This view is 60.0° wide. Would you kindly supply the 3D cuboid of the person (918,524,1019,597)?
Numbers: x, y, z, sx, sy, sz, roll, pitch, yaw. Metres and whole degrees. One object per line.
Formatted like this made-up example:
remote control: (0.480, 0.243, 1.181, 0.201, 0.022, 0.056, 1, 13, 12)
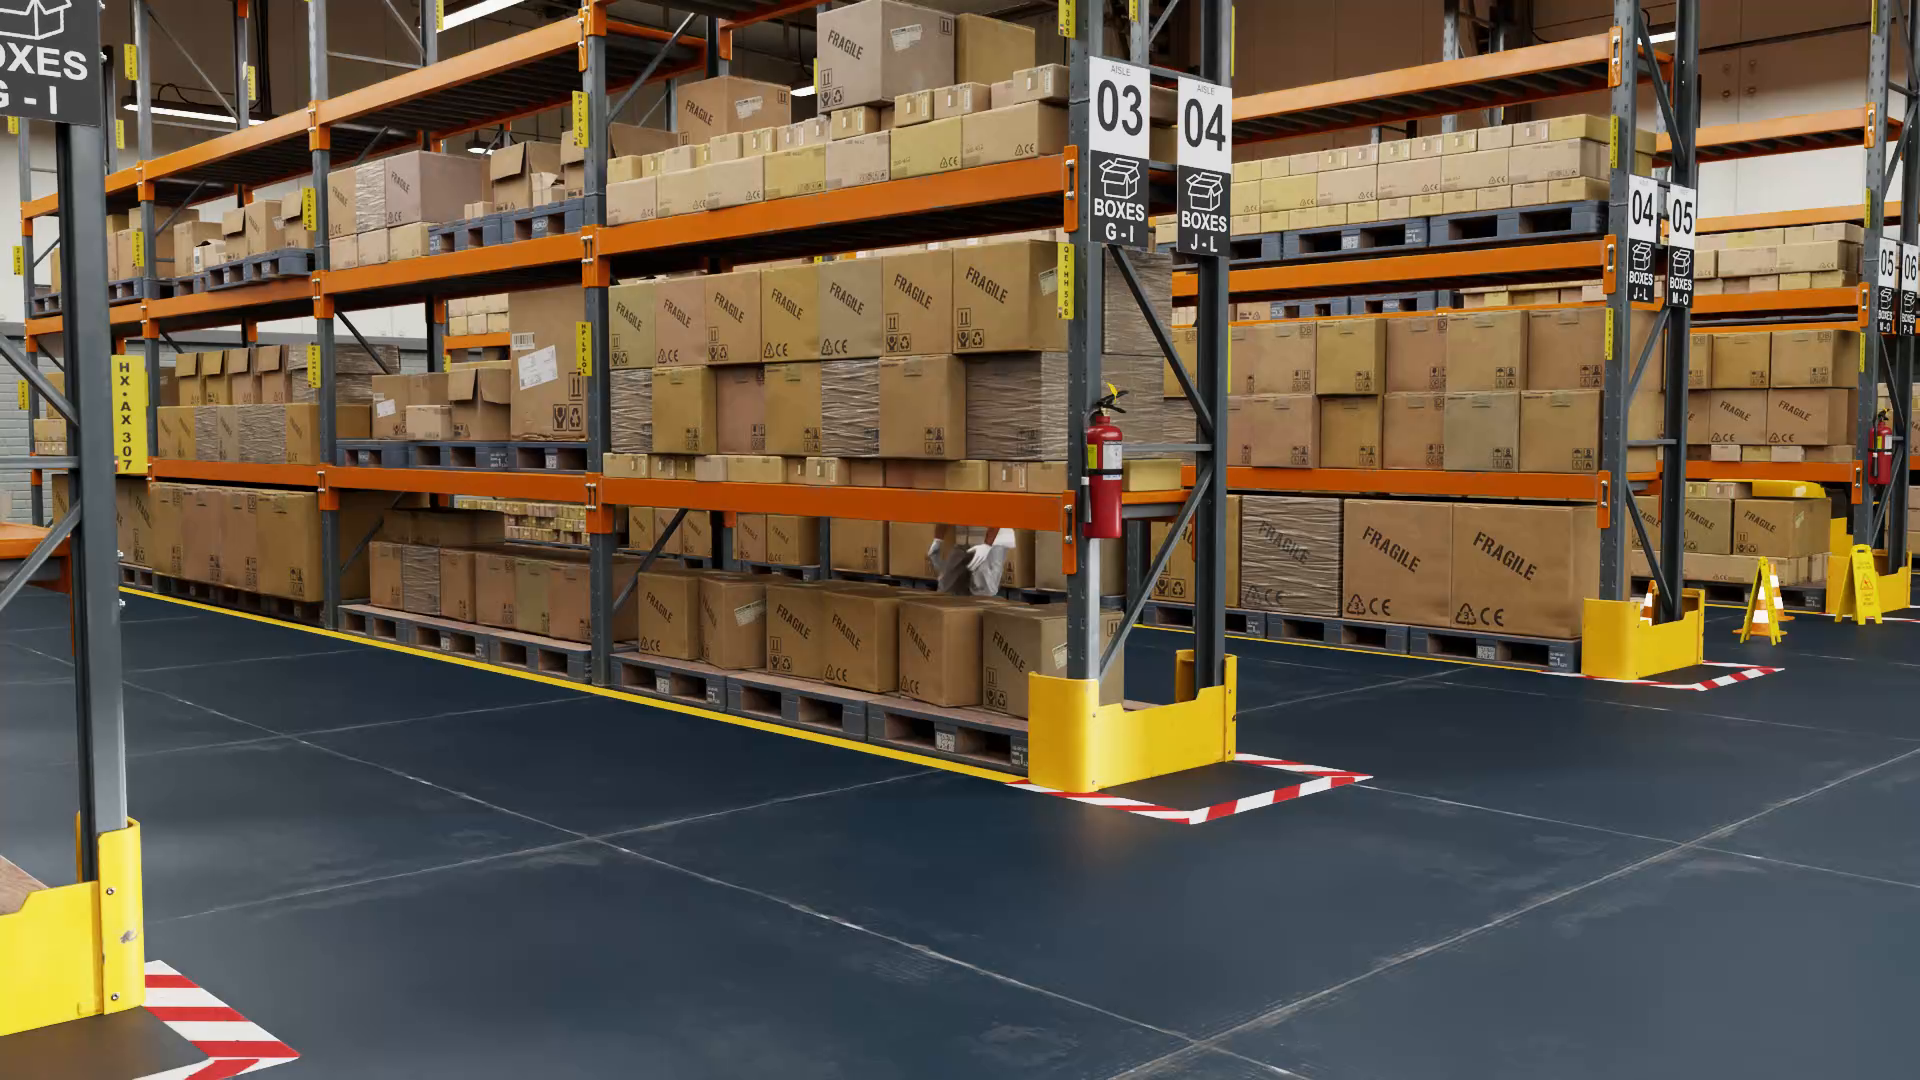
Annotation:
person: (0.079, 0.114, 11.009, 0.716, 1.498, 0.610, -4, 5, -44)
